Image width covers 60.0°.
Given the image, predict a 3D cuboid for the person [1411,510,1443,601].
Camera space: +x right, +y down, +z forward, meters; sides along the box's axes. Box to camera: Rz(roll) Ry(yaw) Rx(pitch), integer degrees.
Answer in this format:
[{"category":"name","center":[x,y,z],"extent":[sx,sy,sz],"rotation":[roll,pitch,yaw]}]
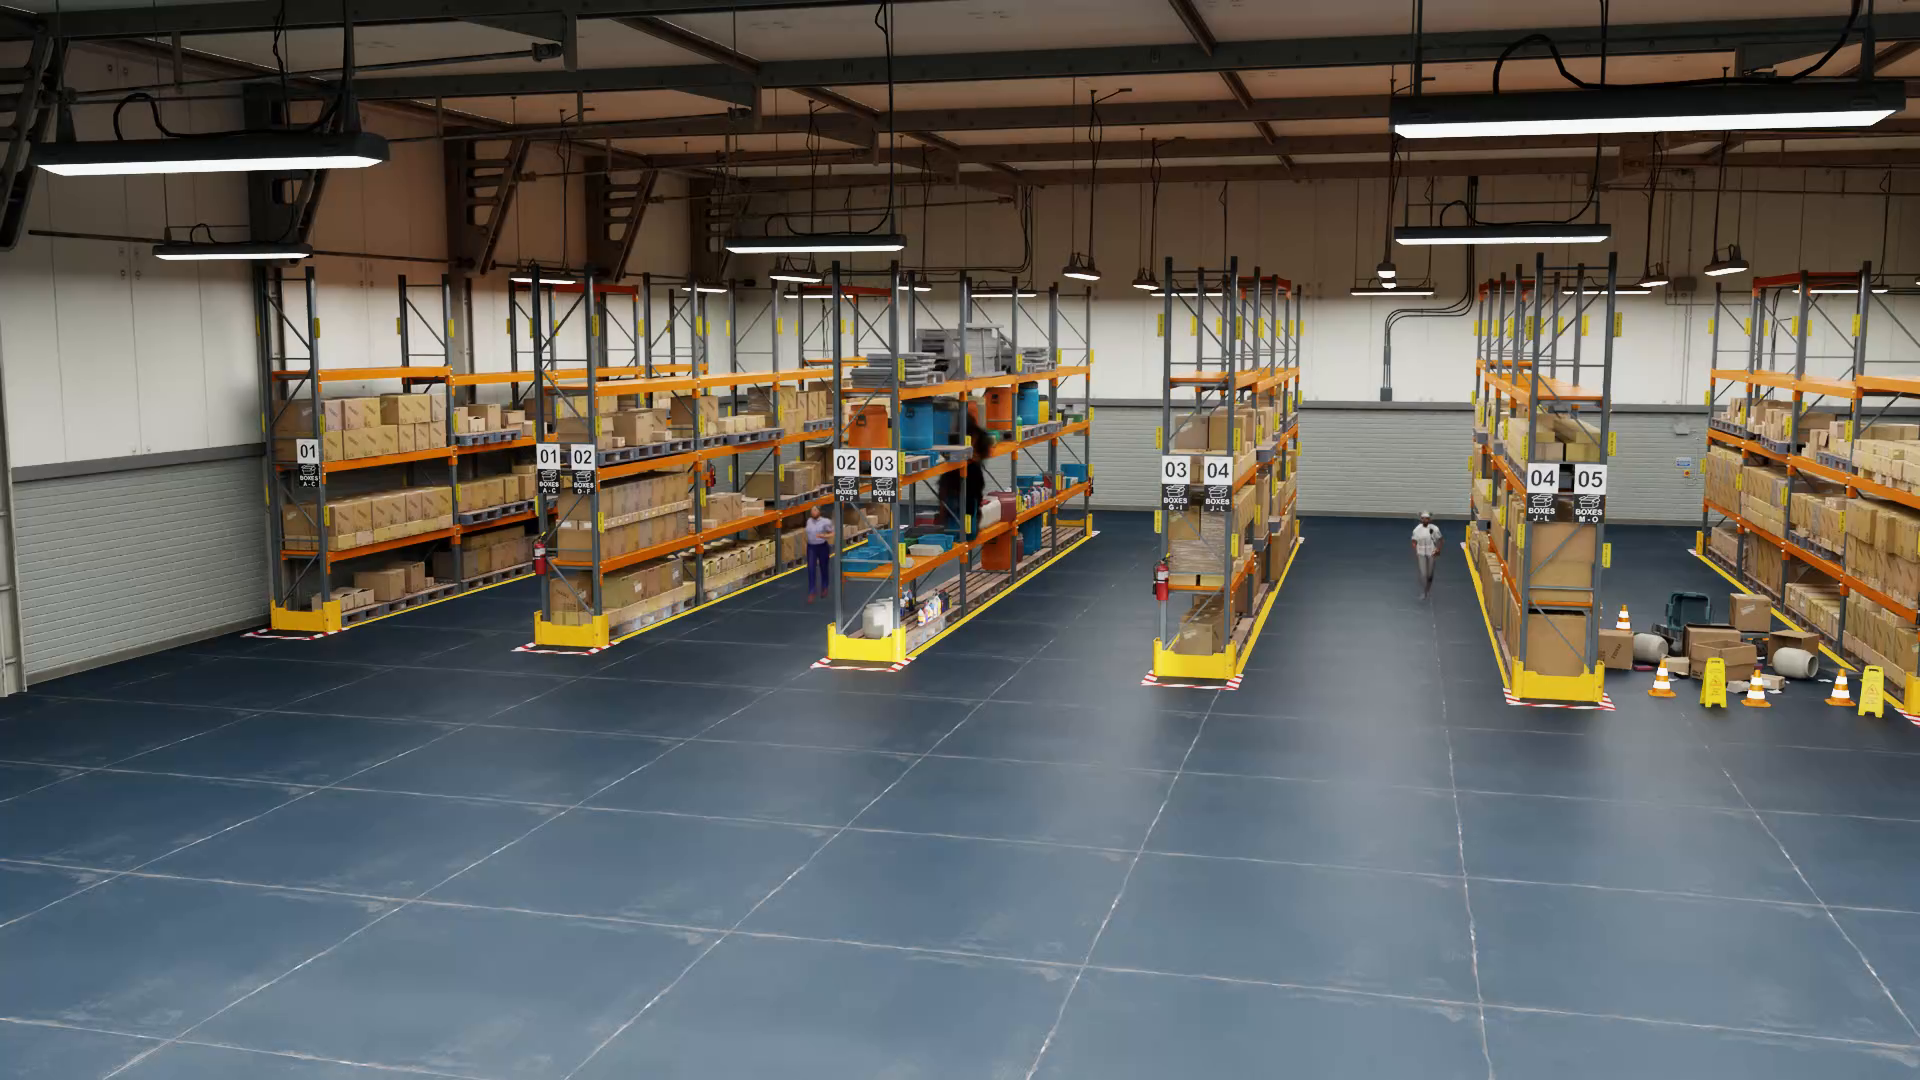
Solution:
[{"category":"person","center":[8.678,0.269,30.918],"extent":[0.576,1.684,0.636],"rotation":[3,8,21]}]

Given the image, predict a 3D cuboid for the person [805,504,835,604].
[{"category":"person","center":[-2.456,0.219,29.026],"extent":[0.587,1.693,0.796],"rotation":[1,7,11]}]
